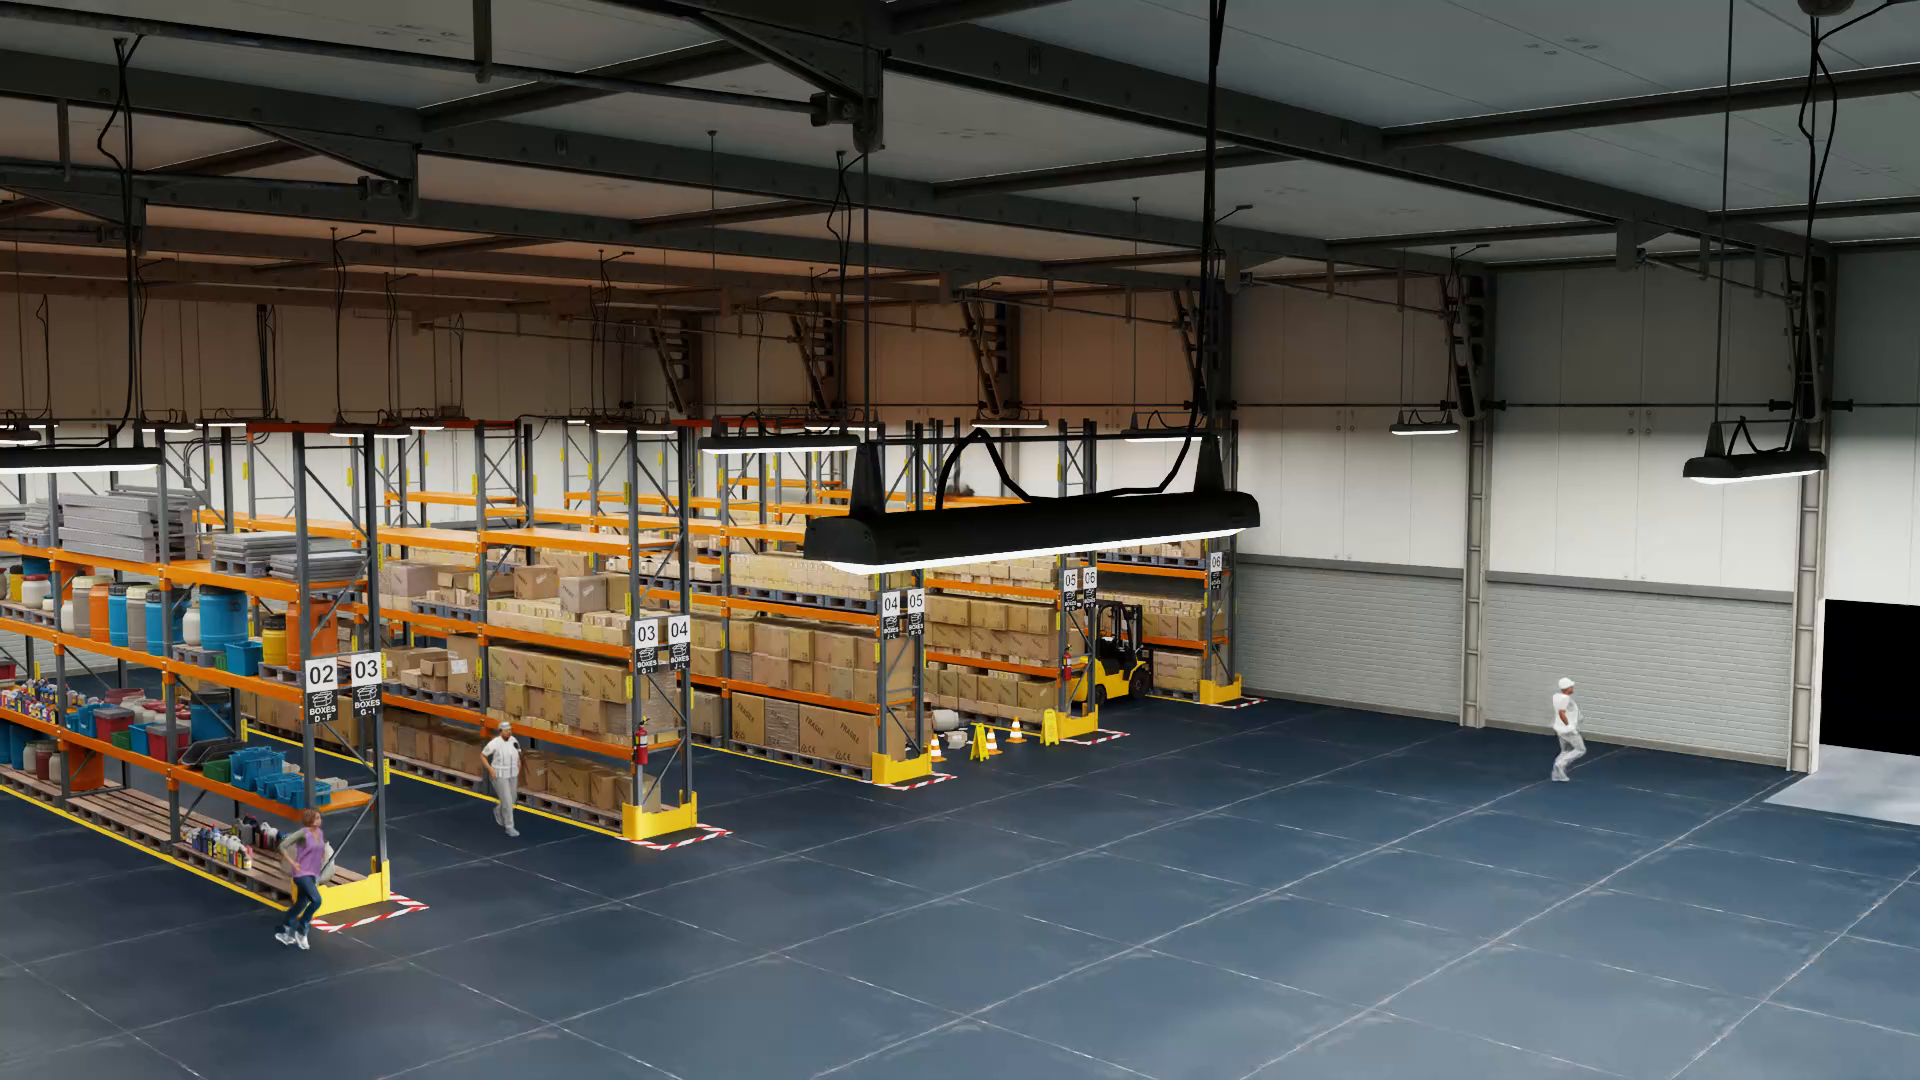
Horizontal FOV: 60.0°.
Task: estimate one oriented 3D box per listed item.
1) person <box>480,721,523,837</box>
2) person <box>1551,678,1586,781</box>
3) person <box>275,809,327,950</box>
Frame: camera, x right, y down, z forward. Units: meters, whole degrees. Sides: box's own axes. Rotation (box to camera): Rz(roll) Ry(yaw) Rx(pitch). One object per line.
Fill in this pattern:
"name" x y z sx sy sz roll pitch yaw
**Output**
"person" -6.742 3.494 24.570 0.808 1.658 0.627 4 6 41
"person" 10.214 3.179 27.876 0.597 1.739 0.675 0 5 -3
"person" -7.699 3.959 19.519 0.625 1.605 0.540 1 5 8
